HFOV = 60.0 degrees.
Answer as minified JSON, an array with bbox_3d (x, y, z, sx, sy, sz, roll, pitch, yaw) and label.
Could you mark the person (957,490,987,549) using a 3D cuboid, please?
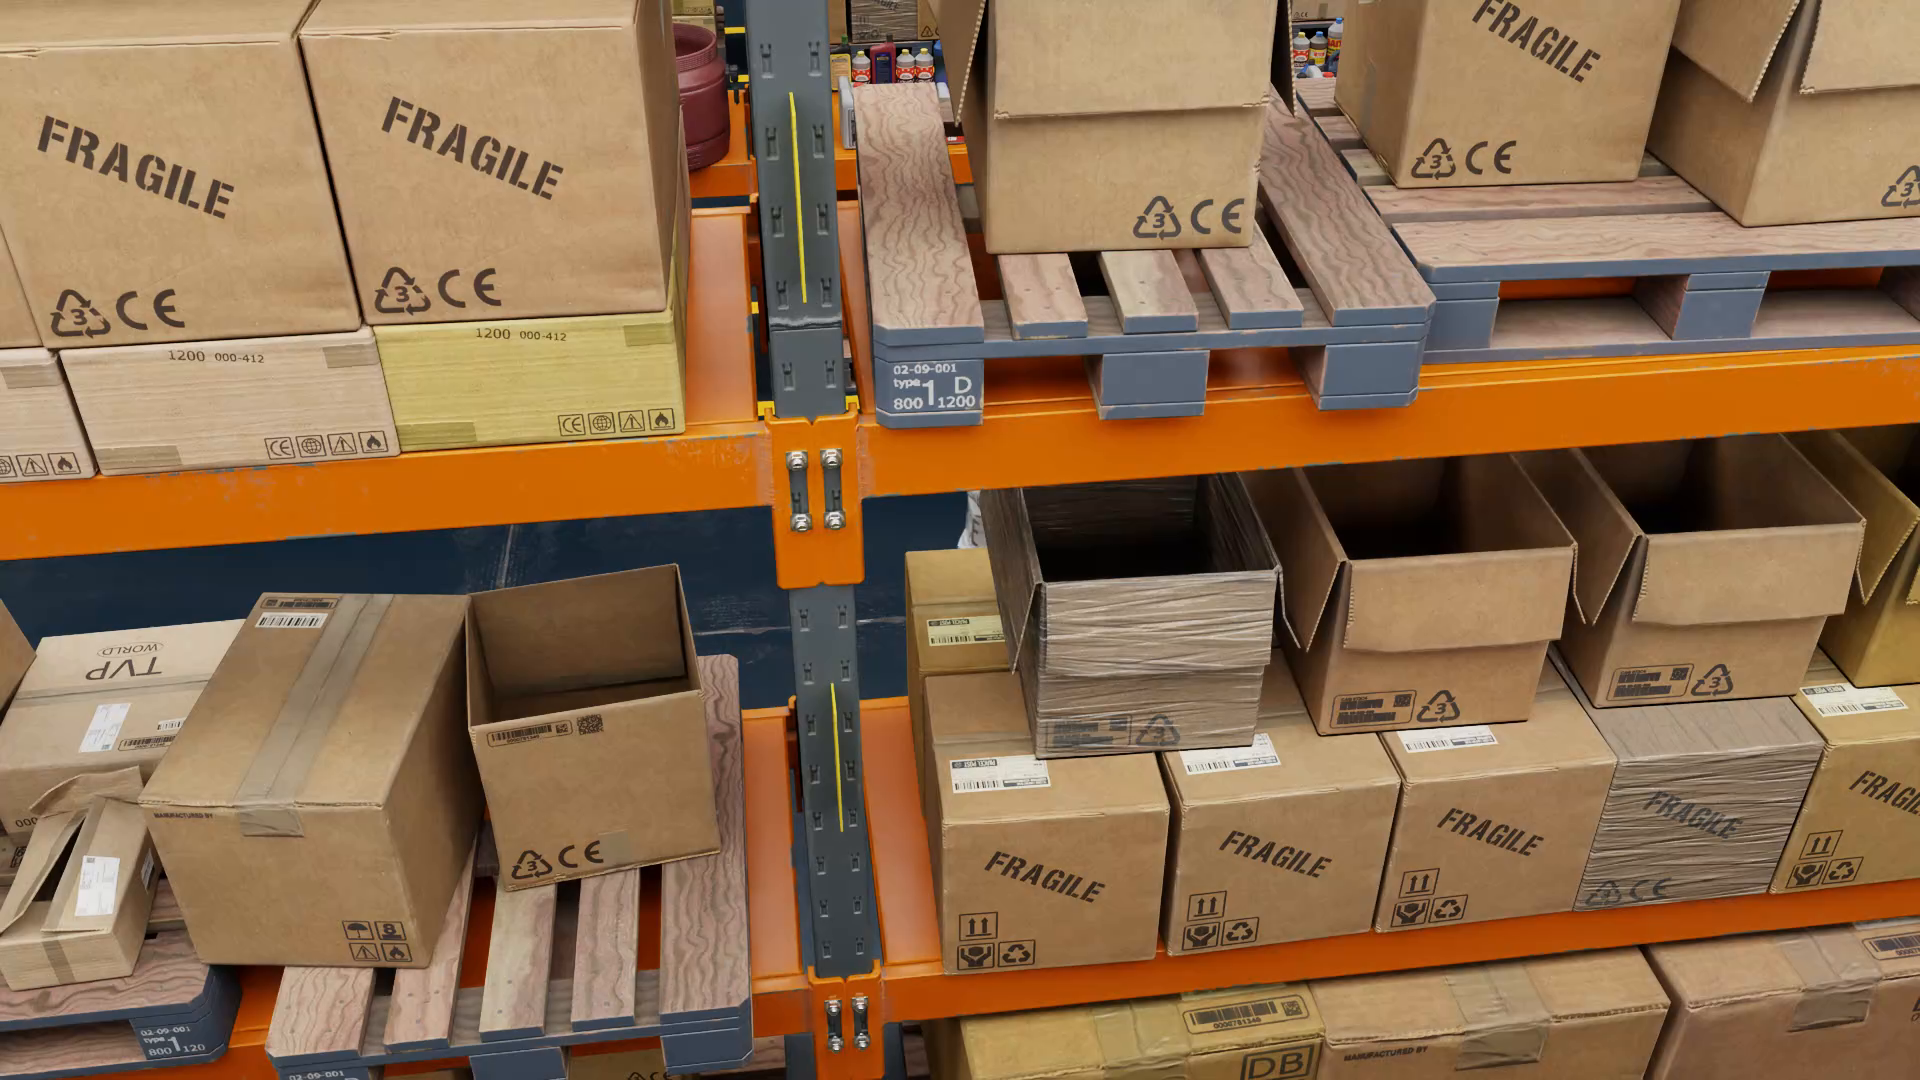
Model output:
[{"bbox_3d":[0.172,0.166,5.934,0.396,1.645,0.488,-4,35,-5],"label":"person"}]
